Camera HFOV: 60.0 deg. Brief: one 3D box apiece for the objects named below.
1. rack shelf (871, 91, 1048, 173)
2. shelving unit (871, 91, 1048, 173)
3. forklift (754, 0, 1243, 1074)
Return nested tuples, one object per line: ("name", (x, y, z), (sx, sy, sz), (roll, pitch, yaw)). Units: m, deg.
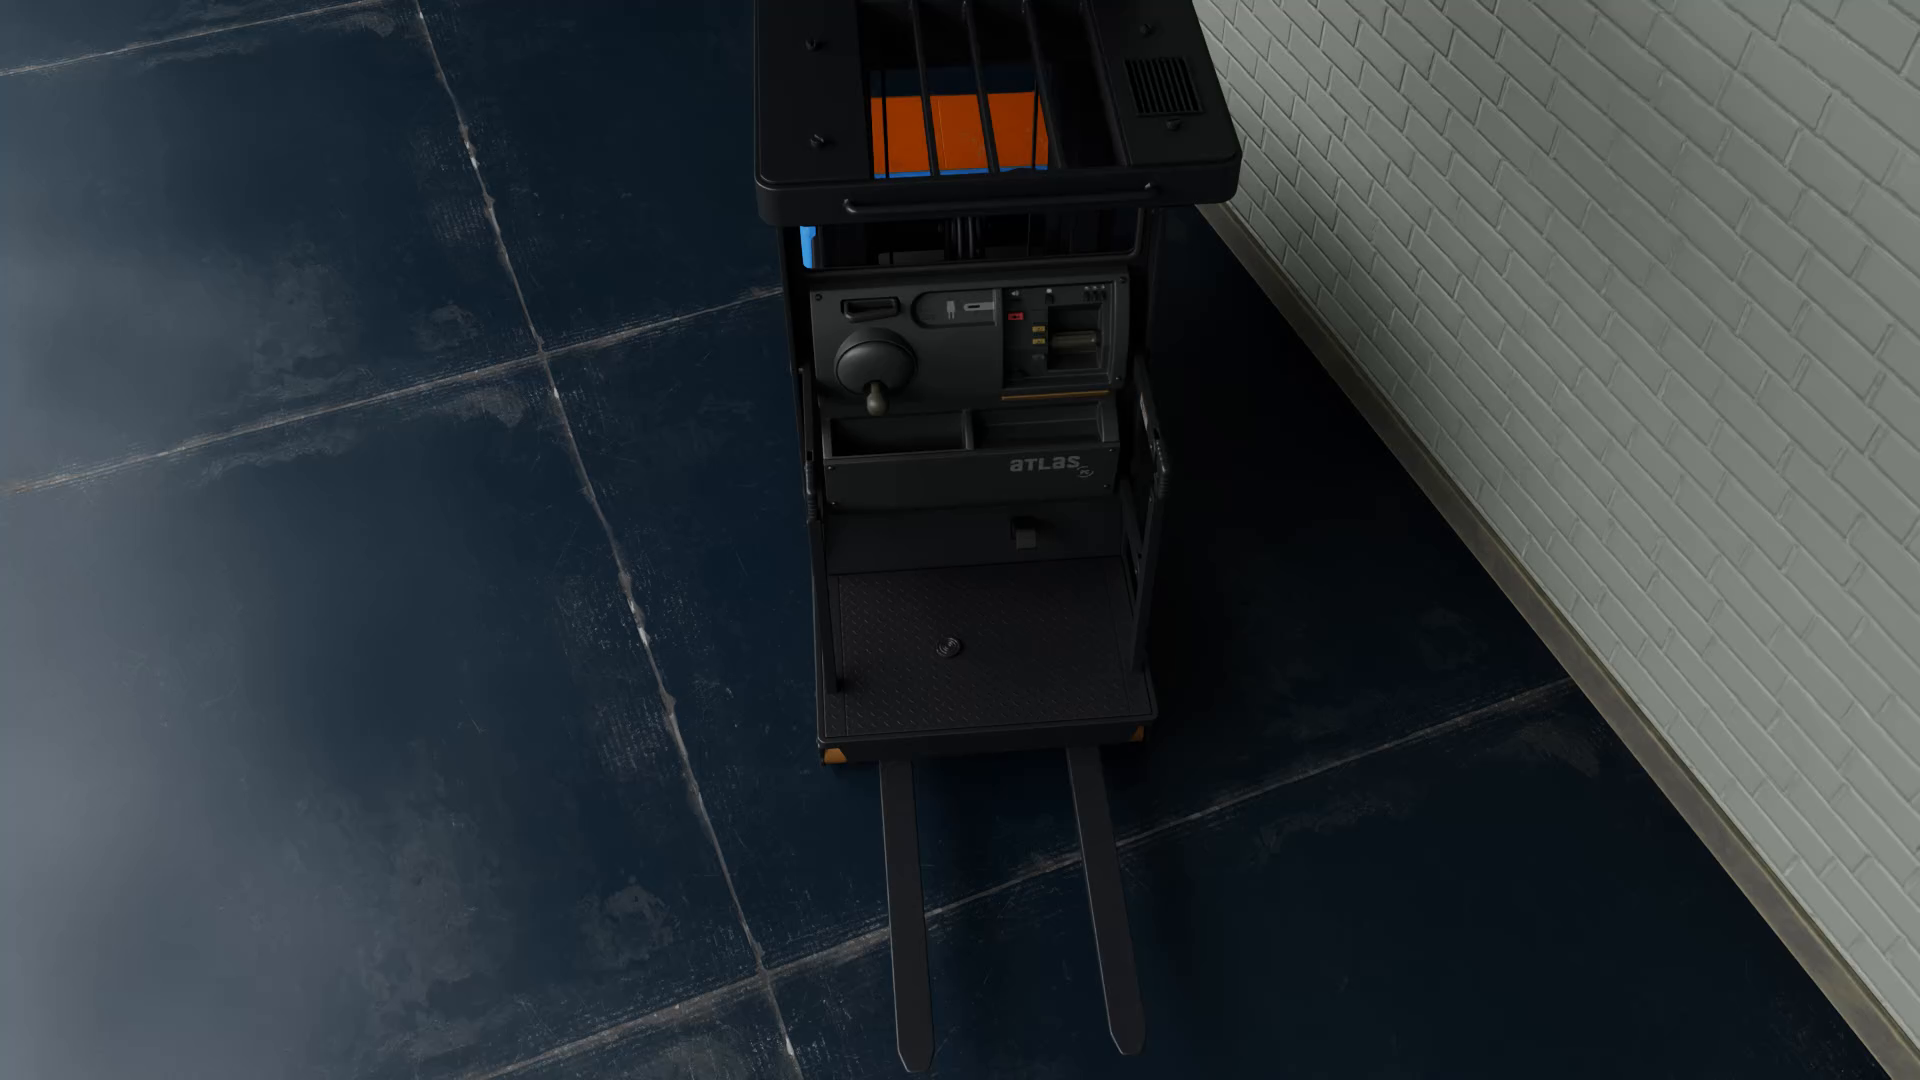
("rack shelf", (-0.069, -1.455, 6.373), (1.000, 0.278, 0.538), (-3, 49, -3))
("shelving unit", (-0.069, -1.265, 6.595), (1.048, 1.125, 0.538), (-3, 49, -3))
("forklift", (0.054, -0.478, 4.729), (1.130, 2.935, 3.031), (-4, 49, -3))
